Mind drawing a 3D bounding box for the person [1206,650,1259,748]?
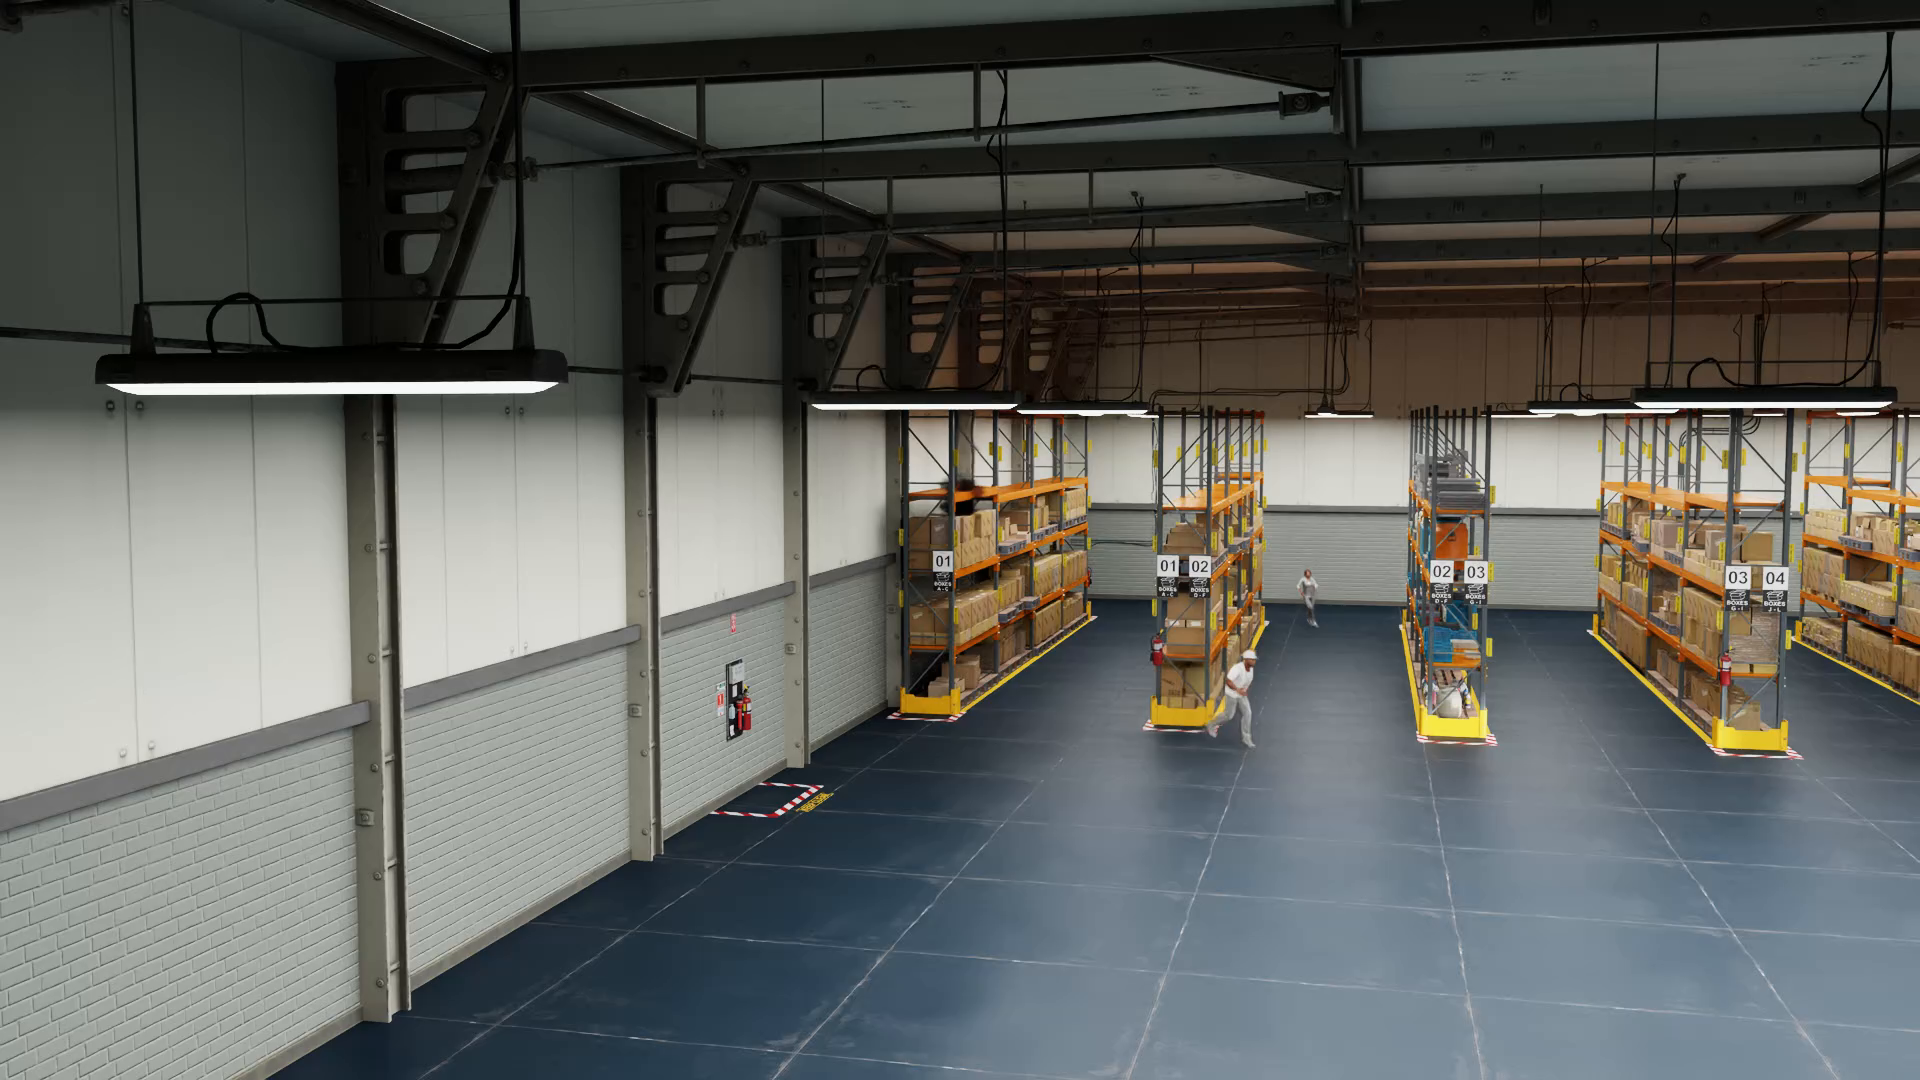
[{"bbox_3d":[4.821,2.776,29.428,1.036,1.721,0.740,3,5,39],"label":"person"}]

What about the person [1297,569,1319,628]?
[{"bbox_3d":[9.673,1.604,46.199,0.547,1.596,0.693,-1,4,-11],"label":"person"}]
